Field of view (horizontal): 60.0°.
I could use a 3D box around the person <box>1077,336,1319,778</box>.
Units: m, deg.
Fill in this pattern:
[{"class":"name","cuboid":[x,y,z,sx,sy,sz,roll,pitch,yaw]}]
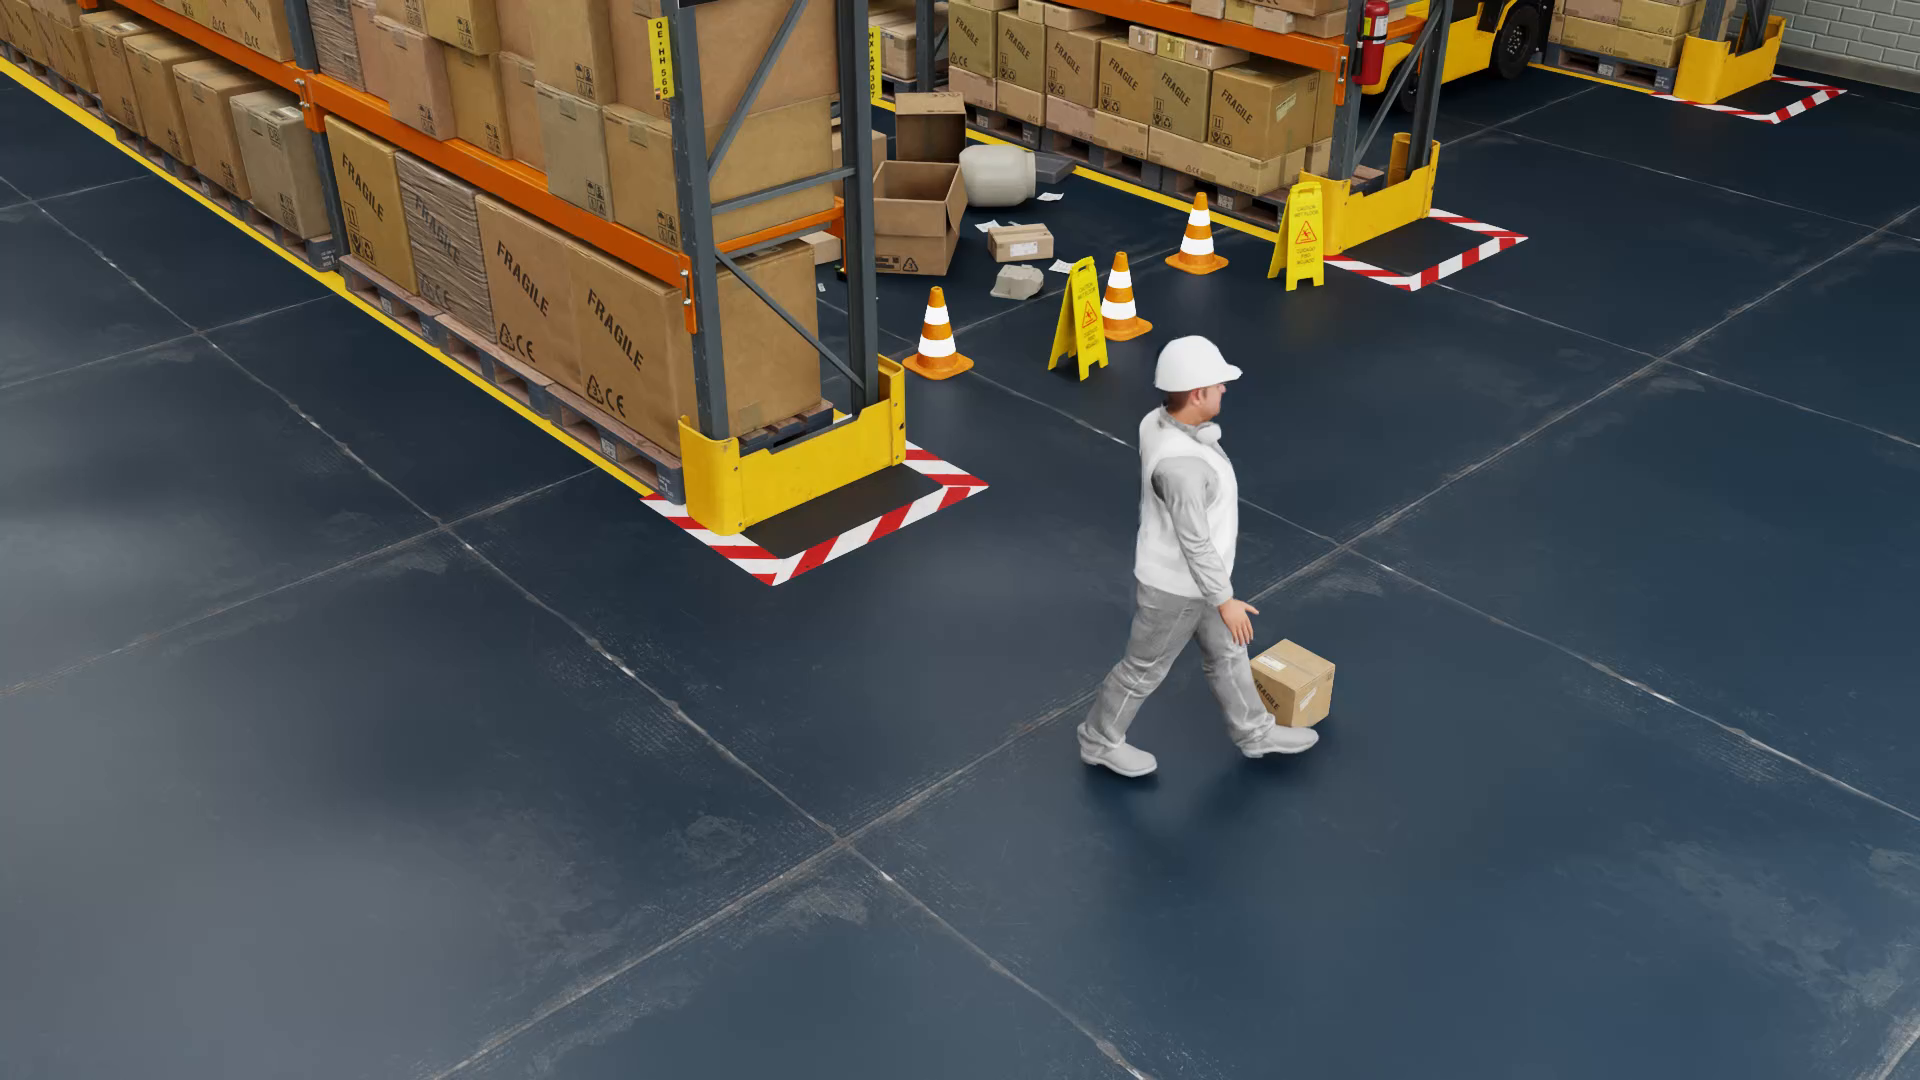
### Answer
[{"class":"person","cuboid":[0.903,0.109,5.907,0.920,1.730,0.576,4,32,7]}]
